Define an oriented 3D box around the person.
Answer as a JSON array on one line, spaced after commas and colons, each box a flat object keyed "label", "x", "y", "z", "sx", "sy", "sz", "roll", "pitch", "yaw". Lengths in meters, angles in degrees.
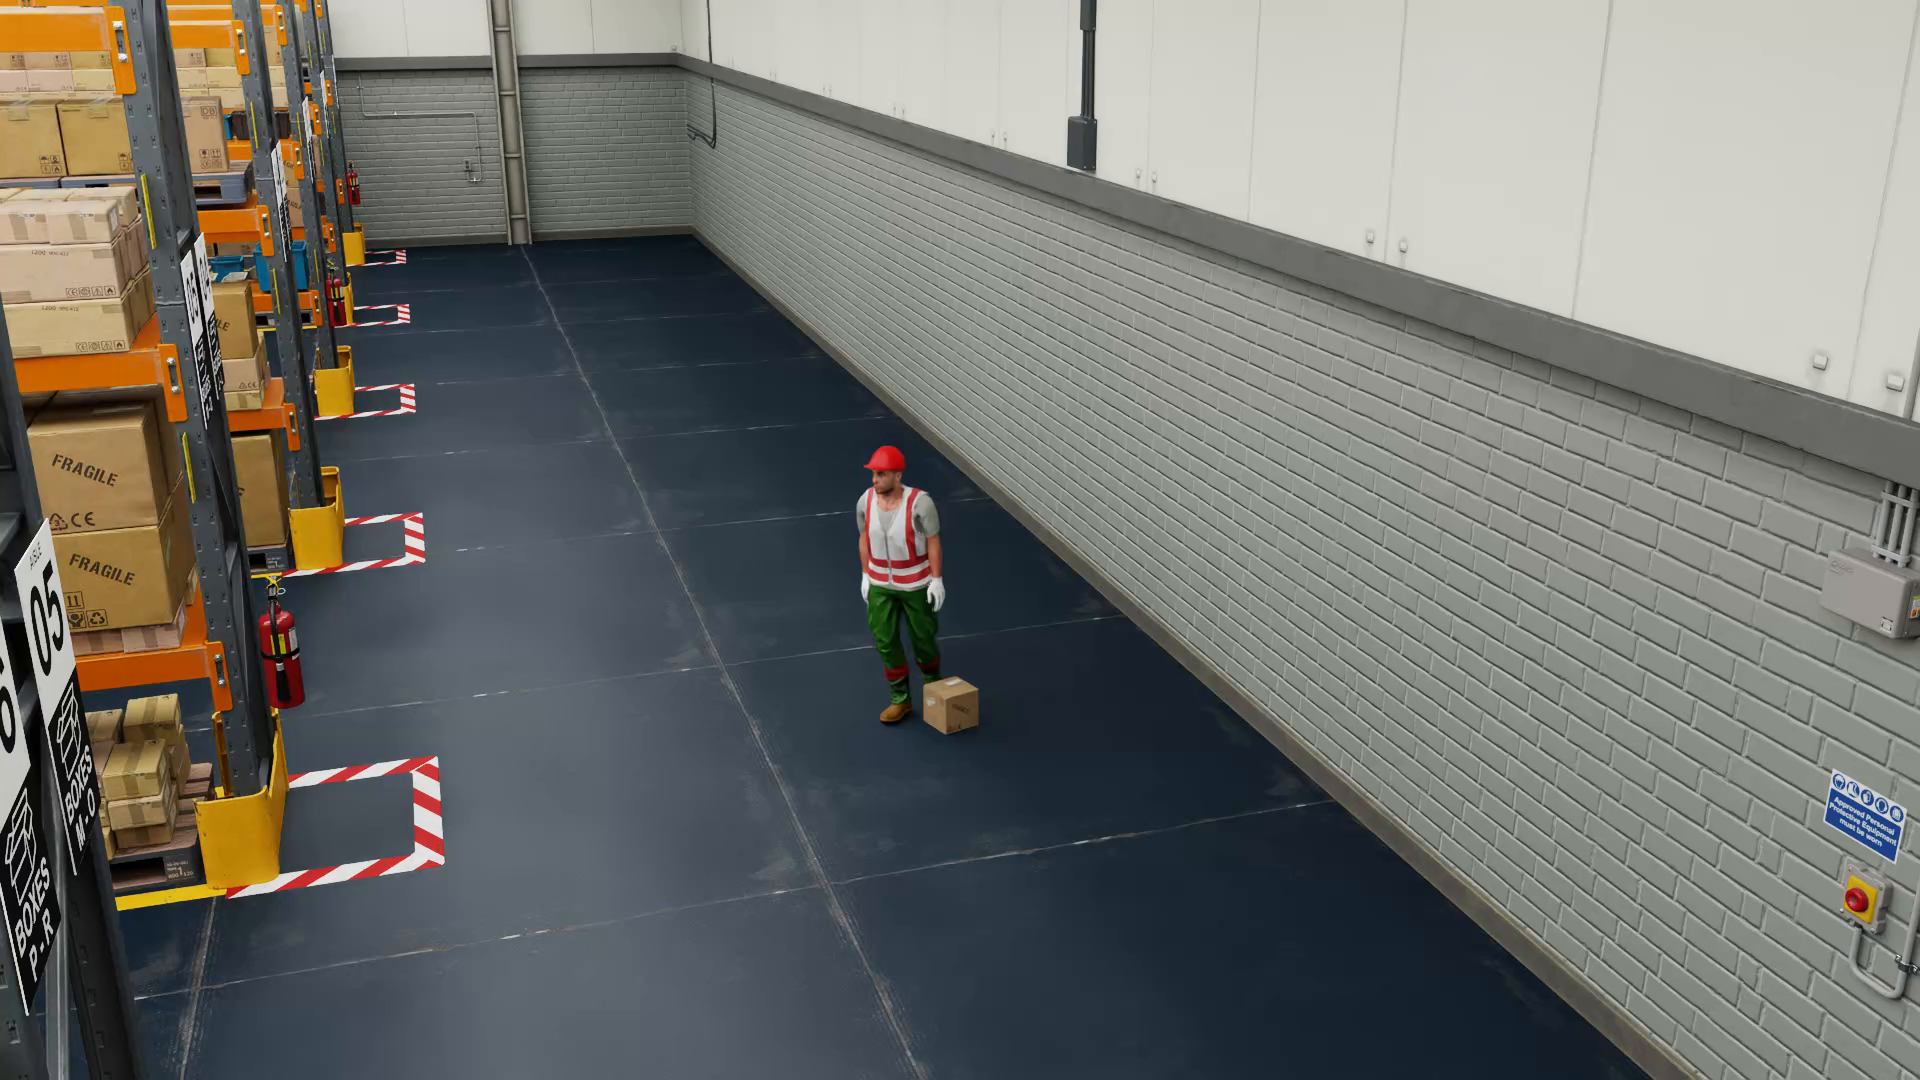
[{"label": "person", "x": -0.342, "y": 0.247, "z": 10.319, "sx": 0.579, "sy": 1.778, "sz": 0.578, "roll": 6, "pitch": 20, "yaw": 18}]
